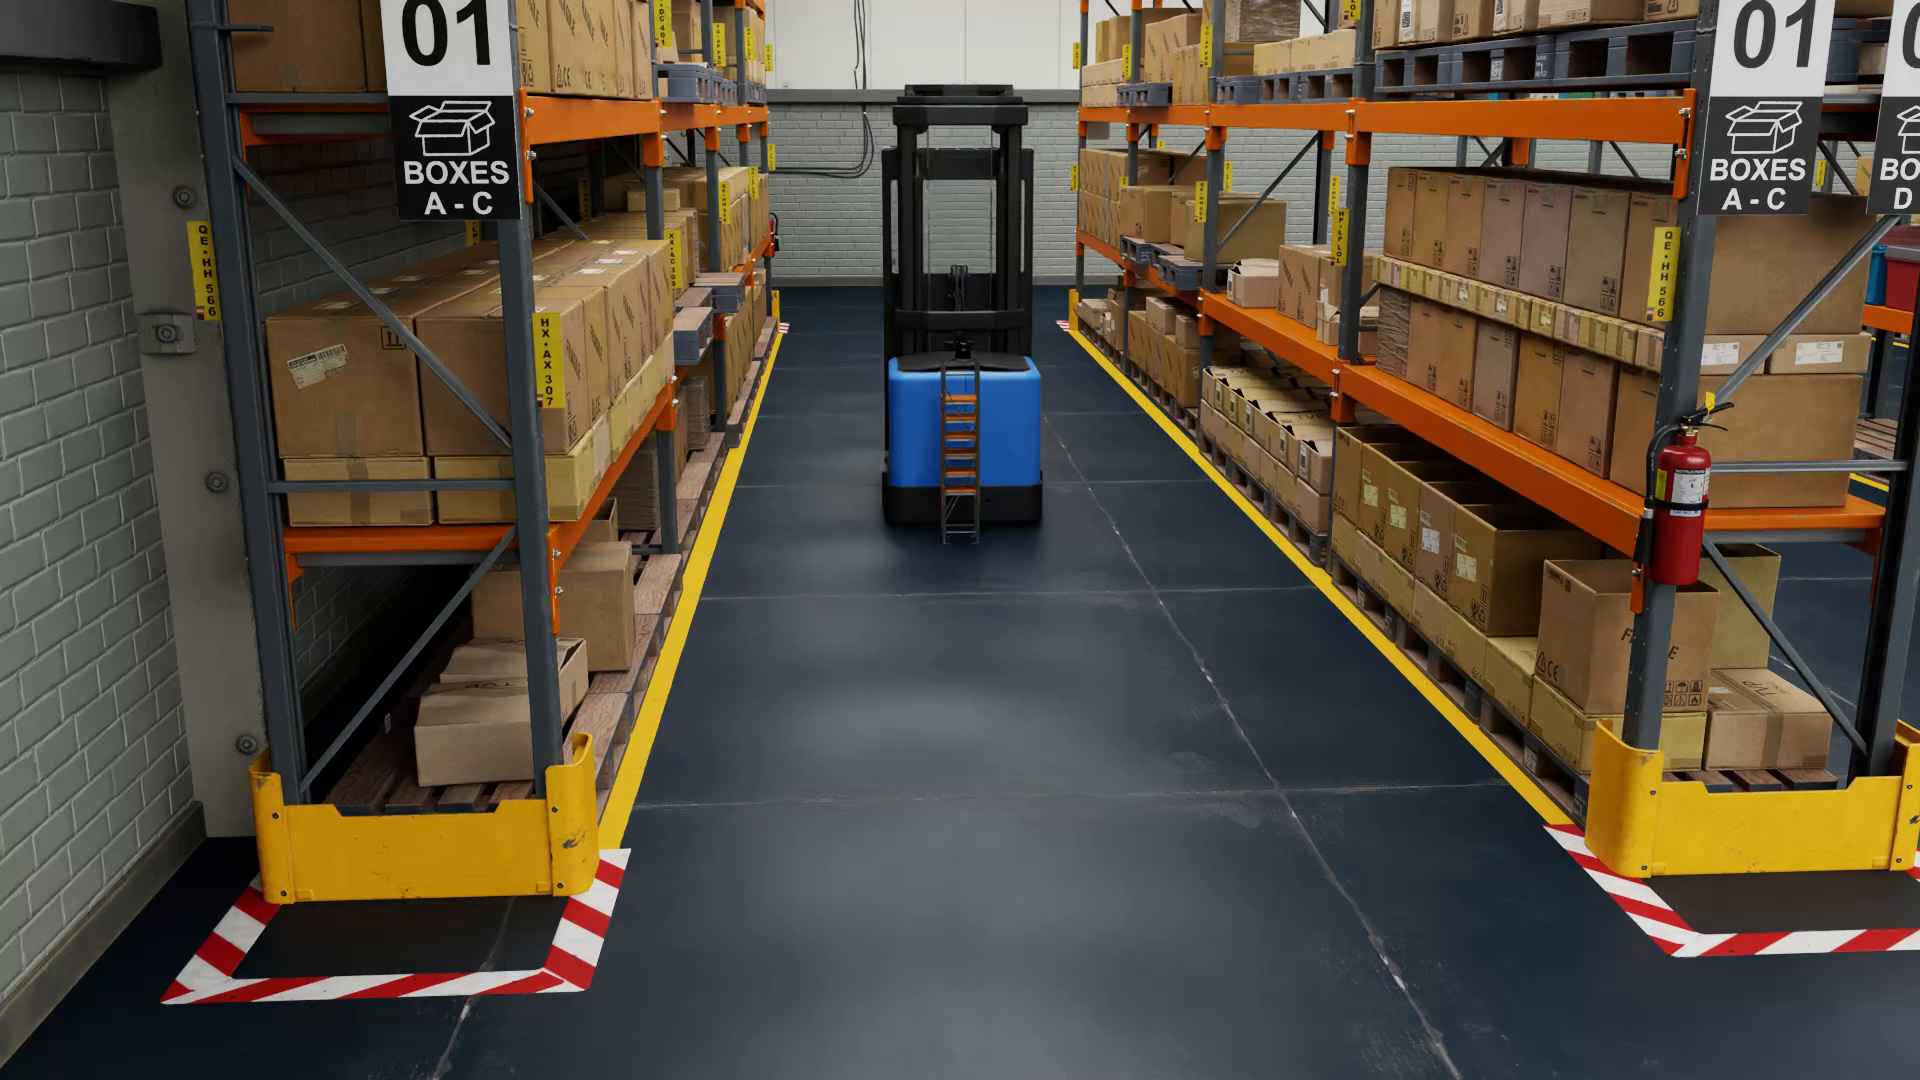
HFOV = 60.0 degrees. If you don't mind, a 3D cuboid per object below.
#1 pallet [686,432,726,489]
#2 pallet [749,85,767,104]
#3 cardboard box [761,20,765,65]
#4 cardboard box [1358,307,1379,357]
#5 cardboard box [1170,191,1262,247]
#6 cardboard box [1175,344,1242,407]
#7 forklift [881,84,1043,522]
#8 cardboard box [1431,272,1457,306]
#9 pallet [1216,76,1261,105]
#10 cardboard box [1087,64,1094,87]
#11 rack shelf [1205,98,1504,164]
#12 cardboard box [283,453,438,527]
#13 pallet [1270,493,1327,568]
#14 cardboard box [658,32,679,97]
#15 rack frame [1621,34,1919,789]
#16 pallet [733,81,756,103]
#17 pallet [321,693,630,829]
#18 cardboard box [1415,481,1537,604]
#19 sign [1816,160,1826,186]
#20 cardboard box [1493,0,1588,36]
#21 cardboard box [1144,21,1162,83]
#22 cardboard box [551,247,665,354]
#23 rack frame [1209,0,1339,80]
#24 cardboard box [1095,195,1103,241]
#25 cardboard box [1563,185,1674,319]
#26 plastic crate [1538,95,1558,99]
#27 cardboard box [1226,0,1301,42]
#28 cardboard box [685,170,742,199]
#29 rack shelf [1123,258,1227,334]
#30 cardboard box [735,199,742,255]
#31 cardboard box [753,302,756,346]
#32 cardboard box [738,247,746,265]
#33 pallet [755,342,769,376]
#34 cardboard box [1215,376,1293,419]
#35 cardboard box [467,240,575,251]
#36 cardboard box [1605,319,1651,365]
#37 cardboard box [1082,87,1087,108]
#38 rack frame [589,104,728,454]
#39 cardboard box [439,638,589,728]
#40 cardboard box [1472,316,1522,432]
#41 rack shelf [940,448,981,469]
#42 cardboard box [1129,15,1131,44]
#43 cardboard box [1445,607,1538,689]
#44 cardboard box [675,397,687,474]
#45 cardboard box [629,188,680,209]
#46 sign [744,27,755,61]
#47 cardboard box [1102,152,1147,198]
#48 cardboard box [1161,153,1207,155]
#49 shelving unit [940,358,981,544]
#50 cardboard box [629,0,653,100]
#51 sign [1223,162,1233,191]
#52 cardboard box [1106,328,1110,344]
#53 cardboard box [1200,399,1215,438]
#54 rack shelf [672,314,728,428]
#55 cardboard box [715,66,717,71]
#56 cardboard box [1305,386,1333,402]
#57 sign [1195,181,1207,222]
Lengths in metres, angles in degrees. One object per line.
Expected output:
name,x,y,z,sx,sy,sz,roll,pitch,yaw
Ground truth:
pallet,-2.386,-0.625,13.034,1.003,0.211,1.213,-1,14,-3
pallet,-2.872,-5.385,20.095,1.003,0.211,1.213,-1,14,-3
cardboard box,-2.611,-5.977,19.970,0.500,0.500,0.500,-1,14,-4
cardboard box,2.685,-1.302,10.368,0.500,0.250,0.500,0,14,0
cardboard box,2.434,-3.056,15.840,0.700,0.500,0.500,-5,15,-18
cardboard box,2.219,-1.479,14.889,0.500,0.500,0.500,0,14,-1
forklift,-0.029,-1.854,12.351,1.130,2.935,3.031,-1,14,-2
cardboard box,2.647,-1.292,8.524,0.380,0.149,0.250,-1,14,-5
pallet,2.643,-3.441,12.742,1.213,0.211,1.003,0,14,-1
cardboard box,1.812,-5.603,20.062,0.500,0.250,0.500,-1,14,-3
rack shelf,2.635,-2.855,11.525,1.077,0.370,4.000,-1,14,-3
cardboard box,-2.159,-0.231,6.165,0.500,0.250,0.500,-1,14,-3
pallet,2.674,-0.085,10.933,1.003,0.211,1.213,-1,14,-3
cardboard box,-2.445,-3.359,11.794,0.797,0.503,0.637,1,14,4
rack frame,3.007,-0.258,6.010,1.000,3.000,0.127,-1,14,-3
pallet,-2.721,-4.778,17.737,1.003,0.211,1.213,-1,14,-3
pallet,-1.957,0.948,6.917,1.003,0.211,1.213,-1,14,-3
cardboard box,2.570,0.005,8.156,0.500,0.500,0.500,-1,14,-3
sign,11.349,-4.840,21.921,0.100,0.325,0.005,-1,14,-3
cardboard box,2.638,-2.359,7.212,0.500,0.311,0.500,1,14,3
cardboard box,2.221,-4.869,16.666,0.600,0.600,0.600,-2,15,-9
cardboard box,-1.810,-1.239,8.577,0.500,0.500,0.500,-1,14,-4
rack frame,2.511,-5.153,12.995,1.000,3.000,0.127,-1,14,-3
cardboard box,1.875,-3.794,19.551,0.500,0.500,0.500,-1,14,-3
cardboard box,2.949,-1.195,6.847,0.700,0.500,0.500,-1,14,-5
plastic crate,6.749,-4.953,18.768,0.293,0.136,0.466,-1,14,-3
cardboard box,2.491,-4.342,13.654,0.500,0.500,0.500,-1,14,-3
cardboard box,-2.343,-3.364,15.738,0.500,0.250,0.500,-1,14,-2
rack shelf,2.387,-2.397,15.765,1.077,0.370,4.000,-1,14,-3
cardboard box,-2.300,-2.880,15.364,0.500,0.500,0.500,0,14,-2
cardboard box,-2.625,-2.345,18.296,0.700,0.500,0.500,-1,14,-3
cardboard box,-2.292,-2.781,16.279,0.380,0.149,0.250,-1,14,-3
pallet,-2.650,-2.005,18.395,1.003,0.211,1.213,-1,14,-3
cardboard box,2.292,-1.126,12.932,0.500,0.311,0.500,-1,14,-5
cardboard box,-2.364,-1.356,9.031,0.500,0.500,0.500,-1,14,-5
cardboard box,2.775,-0.778,6.527,0.380,0.149,0.250,-1,14,-2
cardboard box,1.794,-5.486,20.608,0.500,0.250,0.500,-1,14,-3
rack frame,-2.433,-2.170,13.442,1.000,3.000,0.127,-1,14,-3
cardboard box,-1.925,0.593,7.214,0.500,0.311,0.500,0,14,1
cardboard box,2.892,-0.808,7.945,0.700,0.500,0.500,0,14,-2
rack shelf,0.001,-0.534,10.874,0.258,0.103,0.180,-1,14,-3
cardboard box,2.269,-5.599,18.540,0.700,0.500,0.500,-1,14,-3
cardboard box,2.603,0.493,7.766,0.500,0.250,0.500,-1,14,-3
cardboard box,-2.361,-0.741,12.022,0.700,0.500,0.500,-1,14,-4
cardboard box,-2.381,-2.661,12.962,0.380,0.149,0.250,-3,15,-11
sign,-2.140,-5.031,16.872,0.100,0.325,0.005,-1,14,-3
cardboard box,1.908,-4.150,18.927,0.500,0.500,0.500,-1,14,-3
cardboard box,2.483,-4.025,18.443,0.500,0.500,0.500,-1,14,-5
shelving unit,0.001,-0.577,10.863,0.258,1.200,0.189,-1,14,-3
cardboard box,-1.907,-2.564,8.711,0.500,0.500,0.500,0,14,-2
sign,2.817,-3.813,17.501,0.100,0.325,0.005,-1,14,-3
cardboard box,1.862,-2.305,18.802,0.380,0.149,0.250,-1,14,-3
cardboard box,2.251,-0.985,13.509,0.500,0.250,0.500,-1,14,-4
rack shelf,-2.309,-1.324,11.598,1.077,0.370,4.000,-1,14,-3
cardboard box,-2.637,-4.521,15.475,0.700,0.500,0.500,-1,14,-4
cardboard box,2.857,-1.010,12.481,0.500,0.311,0.500,-1,14,-4
sign,1.970,-2.759,13.566,0.100,0.325,0.005,-1,14,-3
